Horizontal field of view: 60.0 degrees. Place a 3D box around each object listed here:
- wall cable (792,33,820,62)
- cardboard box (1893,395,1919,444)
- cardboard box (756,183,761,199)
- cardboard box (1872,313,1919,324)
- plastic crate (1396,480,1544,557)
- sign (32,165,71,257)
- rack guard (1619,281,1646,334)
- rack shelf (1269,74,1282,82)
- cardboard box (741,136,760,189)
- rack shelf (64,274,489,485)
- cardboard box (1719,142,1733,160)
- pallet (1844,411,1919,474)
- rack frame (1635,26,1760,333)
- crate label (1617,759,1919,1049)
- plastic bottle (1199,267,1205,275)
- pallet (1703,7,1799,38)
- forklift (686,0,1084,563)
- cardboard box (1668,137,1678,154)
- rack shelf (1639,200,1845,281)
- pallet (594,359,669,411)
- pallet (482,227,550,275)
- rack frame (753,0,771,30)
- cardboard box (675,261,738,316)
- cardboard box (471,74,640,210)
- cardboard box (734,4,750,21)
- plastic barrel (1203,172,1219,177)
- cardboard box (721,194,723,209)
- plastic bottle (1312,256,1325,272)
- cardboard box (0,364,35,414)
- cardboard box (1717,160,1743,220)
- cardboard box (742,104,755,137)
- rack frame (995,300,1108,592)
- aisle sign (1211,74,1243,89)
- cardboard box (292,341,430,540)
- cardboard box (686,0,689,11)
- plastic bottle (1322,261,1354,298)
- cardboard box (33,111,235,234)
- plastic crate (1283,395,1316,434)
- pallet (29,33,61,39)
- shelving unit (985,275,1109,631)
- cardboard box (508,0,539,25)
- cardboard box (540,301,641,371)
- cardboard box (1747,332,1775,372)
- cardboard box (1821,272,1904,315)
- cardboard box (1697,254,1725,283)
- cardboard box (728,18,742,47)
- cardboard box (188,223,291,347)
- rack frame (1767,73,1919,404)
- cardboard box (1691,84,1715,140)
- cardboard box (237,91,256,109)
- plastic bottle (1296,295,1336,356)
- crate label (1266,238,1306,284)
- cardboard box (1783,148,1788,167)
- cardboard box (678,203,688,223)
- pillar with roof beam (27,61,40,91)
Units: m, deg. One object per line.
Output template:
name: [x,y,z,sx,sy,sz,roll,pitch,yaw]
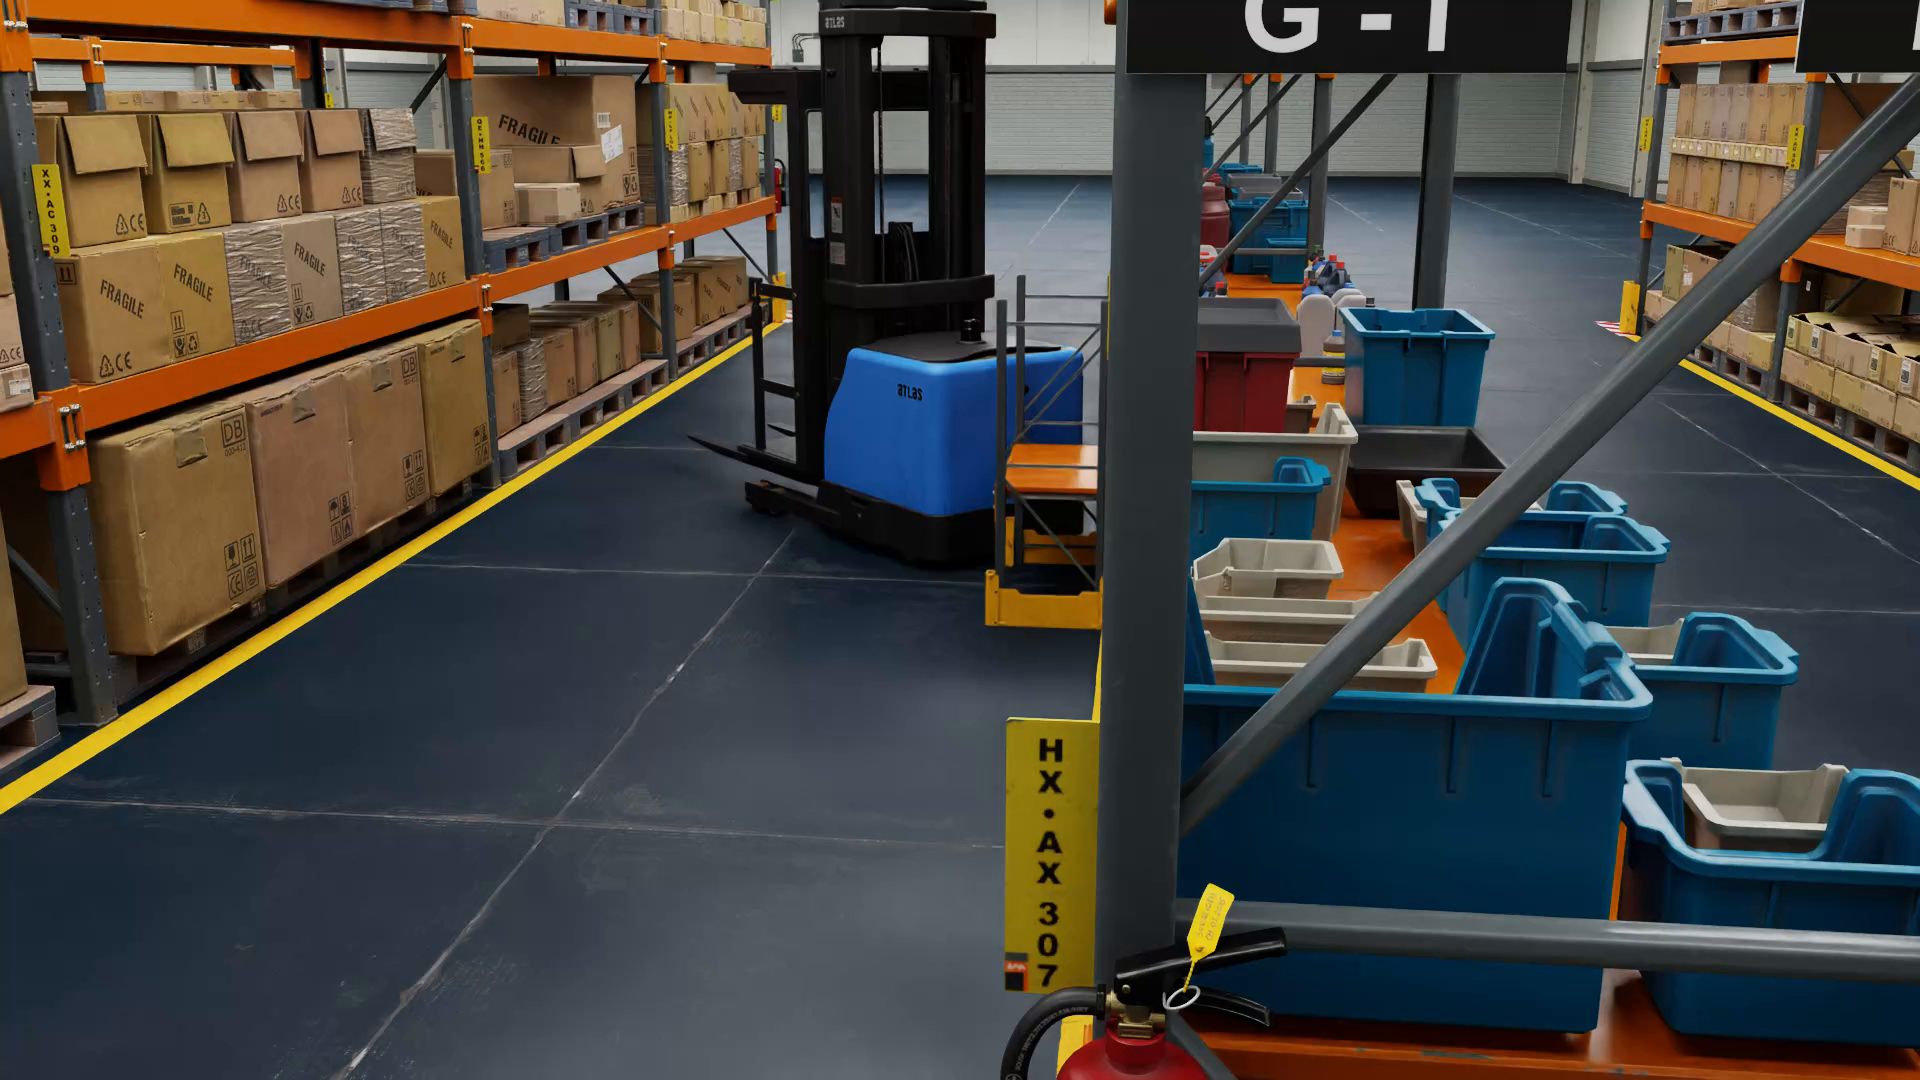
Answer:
wall cable: [-3.759,-16.899,47.904,2.305,6.003,0.169,2,15,6]
cardboard box: [6.403,-0.772,10.733,0.500,0.250,0.500,2,15,8]
cardboard box: [-2.295,-3.655,17.414,0.380,0.149,0.250,2,15,6]
cardboard box: [7.163,-1.559,12.568,0.500,0.311,0.500,2,15,6]
plastic crate: [1.202,-0.039,3.951,0.293,0.136,0.466,2,15,6]
sign: [-3.270,-1.184,5.984,0.100,0.325,0.005,2,15,6]
rack guard: [7.377,-2.363,16.943,1.175,0.500,0.348,2,15,6]
rack shelf: [1.776,-3.255,11.084,1.077,0.370,4.000,2,15,6]
cardboard box: [-2.494,-3.773,16.607,0.875,0.500,0.500,2,15,6]
rack shelf: [-3.596,-0.915,8.179,1.077,0.370,4.000,2,15,6]
cardboard box: [6.942,-3.431,14.669,0.380,0.149,0.250,2,15,7]
pallet: [6.744,-0.670,11.237,1.003,0.211,1.213,2,15,6]
rack frame: [7.375,-3.563,16.594,1.000,3.000,0.127,2,15,6]
crate label: [1.003,0.437,2.005,0.416,0.233,0.303,2,15,6]
plastic bottle: [1.255,-1.318,8.670,0.097,0.201,0.097,0,15,0]
pallet: [7.134,-4.469,14.365,1.003,0.211,1.213,2,15,6]
forklift: [-0.612,-1.622,9.545,1.130,2.935,3.031,-11,19,-35]
cardboard box: [7.116,-3.829,16.143,0.380,0.149,0.250,2,15,6]
rack shelf: [7.149,-2.697,14.769,1.077,0.370,4.000,2,15,6]
pallet: [-3.006,-1.271,13.457,1.003,0.211,1.213,2,15,6]
pallet: [-3.396,-1.877,10.723,1.213,0.211,1.003,2,15,6]
rack frame: [-2.468,-6.752,16.893,1.000,3.000,0.127,2,15,6]
cardboard box: [-2.588,-2.535,16.774,0.500,0.500,0.500,6,16,21]
cardboard box: [-3.148,-3.109,12.960,1.000,1.000,1.000,2,15,7]
cardboard box: [-2.262,-5.139,16.198,0.380,0.149,0.250,2,15,7]
plastic barrel: [1.593,-2.307,11.685,0.433,0.535,0.433,0,15,0]
cardboard box: [-2.457,-3.200,15.731,0.380,0.149,0.250,2,15,6]
plastic bottle: [1.850,-1.316,8.529,0.097,0.271,0.097,0,15,0]
cardboard box: [-3.531,-0.534,5.871,0.380,0.149,0.250,2,15,7]
cardboard box: [7.137,-3.089,14.649,0.700,0.500,0.500,2,15,8]
cardboard box: [-2.335,-4.251,16.460,0.500,0.500,0.500,2,15,6]
rack frame: [0.412,-0.326,7.495,0.500,1.500,0.032,2,15,7]
aisle sign: [2.757,-4.975,16.834,0.394,0.787,0.004,2,15,6]
cardboard box: [-3.577,-0.549,8.712,1.225,0.875,0.875,2,15,6]
cardboard box: [-2.577,-4.668,14.455,0.380,0.149,0.250,2,15,8]
plastic bottle: [1.705,-1.075,7.486,0.144,0.351,0.185,2,15,6]
cardboard box: [-3.669,-1.620,7.293,0.797,0.503,0.637,2,15,7]
plastic crate: [0.905,-0.383,5.223,0.396,0.136,0.243,2,15,6]
pallet: [-7.891,-4.107,13.226,0.805,0.209,1.217,1,15,4]
shelving unit: [0.471,-0.456,7.974,0.587,1.500,1.083,2,15,7]
cardboard box: [-3.006,-3.404,10.547,0.500,0.250,0.500,2,15,8]
cardboard box: [-3.010,-1.666,13.522,0.700,0.500,0.500,1,15,2]
cardboard box: [6.759,-1.528,13.530,0.500,0.250,0.500,2,15,6]
cardboard box: [7.287,-1.874,13.374,0.500,0.500,0.500,2,15,6]
cardboard box: [6.921,-2.279,14.872,0.500,0.500,0.500,2,15,6]
cardboard box: [-2.390,-4.837,15.845,0.500,0.250,0.500,2,15,7]
cardboard box: [-3.409,-1.164,7.530,0.500,0.500,0.500,1,15,5]
rack frame: [6.923,-2.526,12.757,1.000,3.000,0.127,2,15,6]
cardboard box: [7.249,-3.967,15.409,0.700,0.500,0.500,1,15,5]
cardboard box: [-7.634,-4.240,16.742,0.875,0.550,0.550,2,15,6]
plastic bottle: [1.483,-0.892,6.950,0.152,0.276,0.135,2,15,6]
crate label: [1.971,-1.653,9.849,0.303,0.233,0.416,2,15,6]
cardboard box: [6.771,-3.028,13.181,0.380,0.149,0.250,1,15,5]
cardboard box: [-2.555,-2.809,14.285,0.380,0.149,0.250,2,15,6]
pillar with roof beam: [-12.590,-10.021,28.981,9.100,9.000,0.400,2,15,6]
